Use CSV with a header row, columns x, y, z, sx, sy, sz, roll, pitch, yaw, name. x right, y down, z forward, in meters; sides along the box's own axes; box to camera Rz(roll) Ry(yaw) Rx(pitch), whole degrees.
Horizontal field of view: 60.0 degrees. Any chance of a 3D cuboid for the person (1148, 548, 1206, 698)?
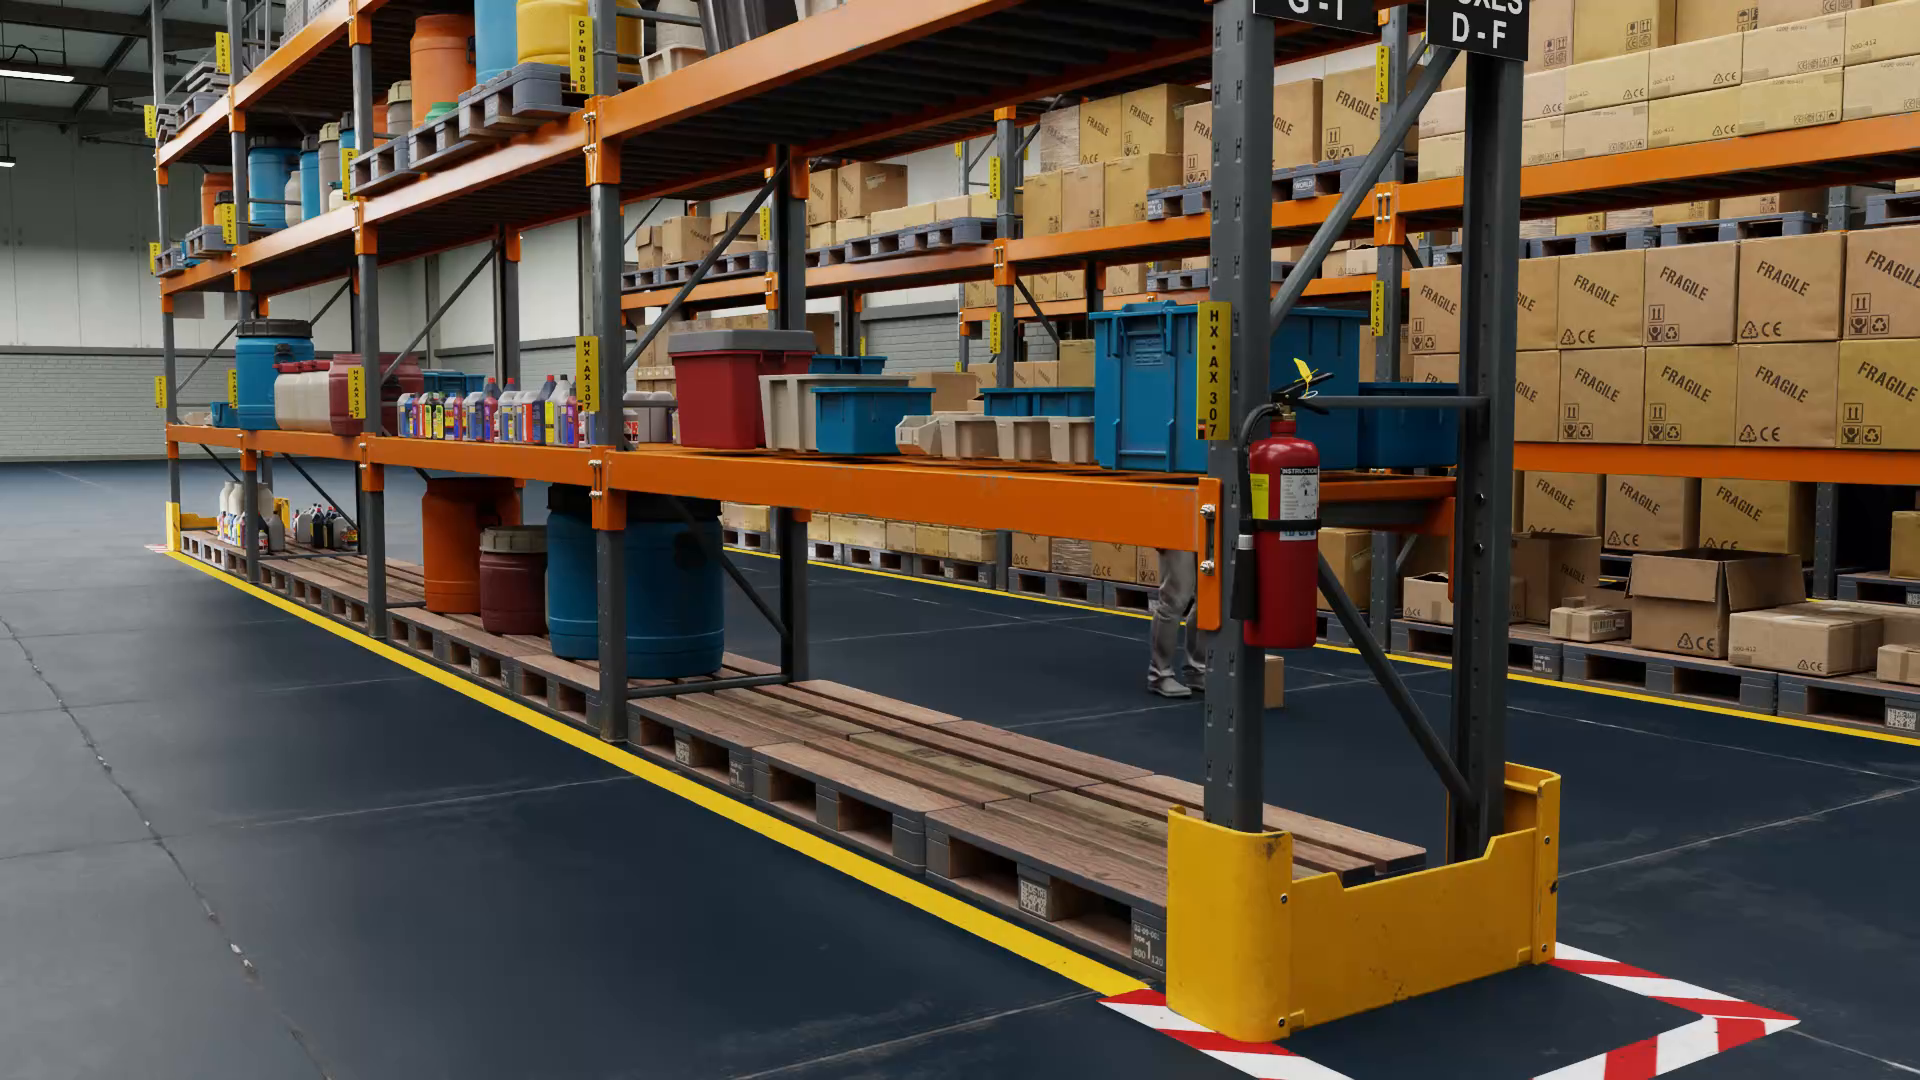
x,y,z,sx,sy,sz,roll,pitch,yaw,name
1.207,-0.076,8.661,0.566,1.761,0.368,-3,5,-33,person
